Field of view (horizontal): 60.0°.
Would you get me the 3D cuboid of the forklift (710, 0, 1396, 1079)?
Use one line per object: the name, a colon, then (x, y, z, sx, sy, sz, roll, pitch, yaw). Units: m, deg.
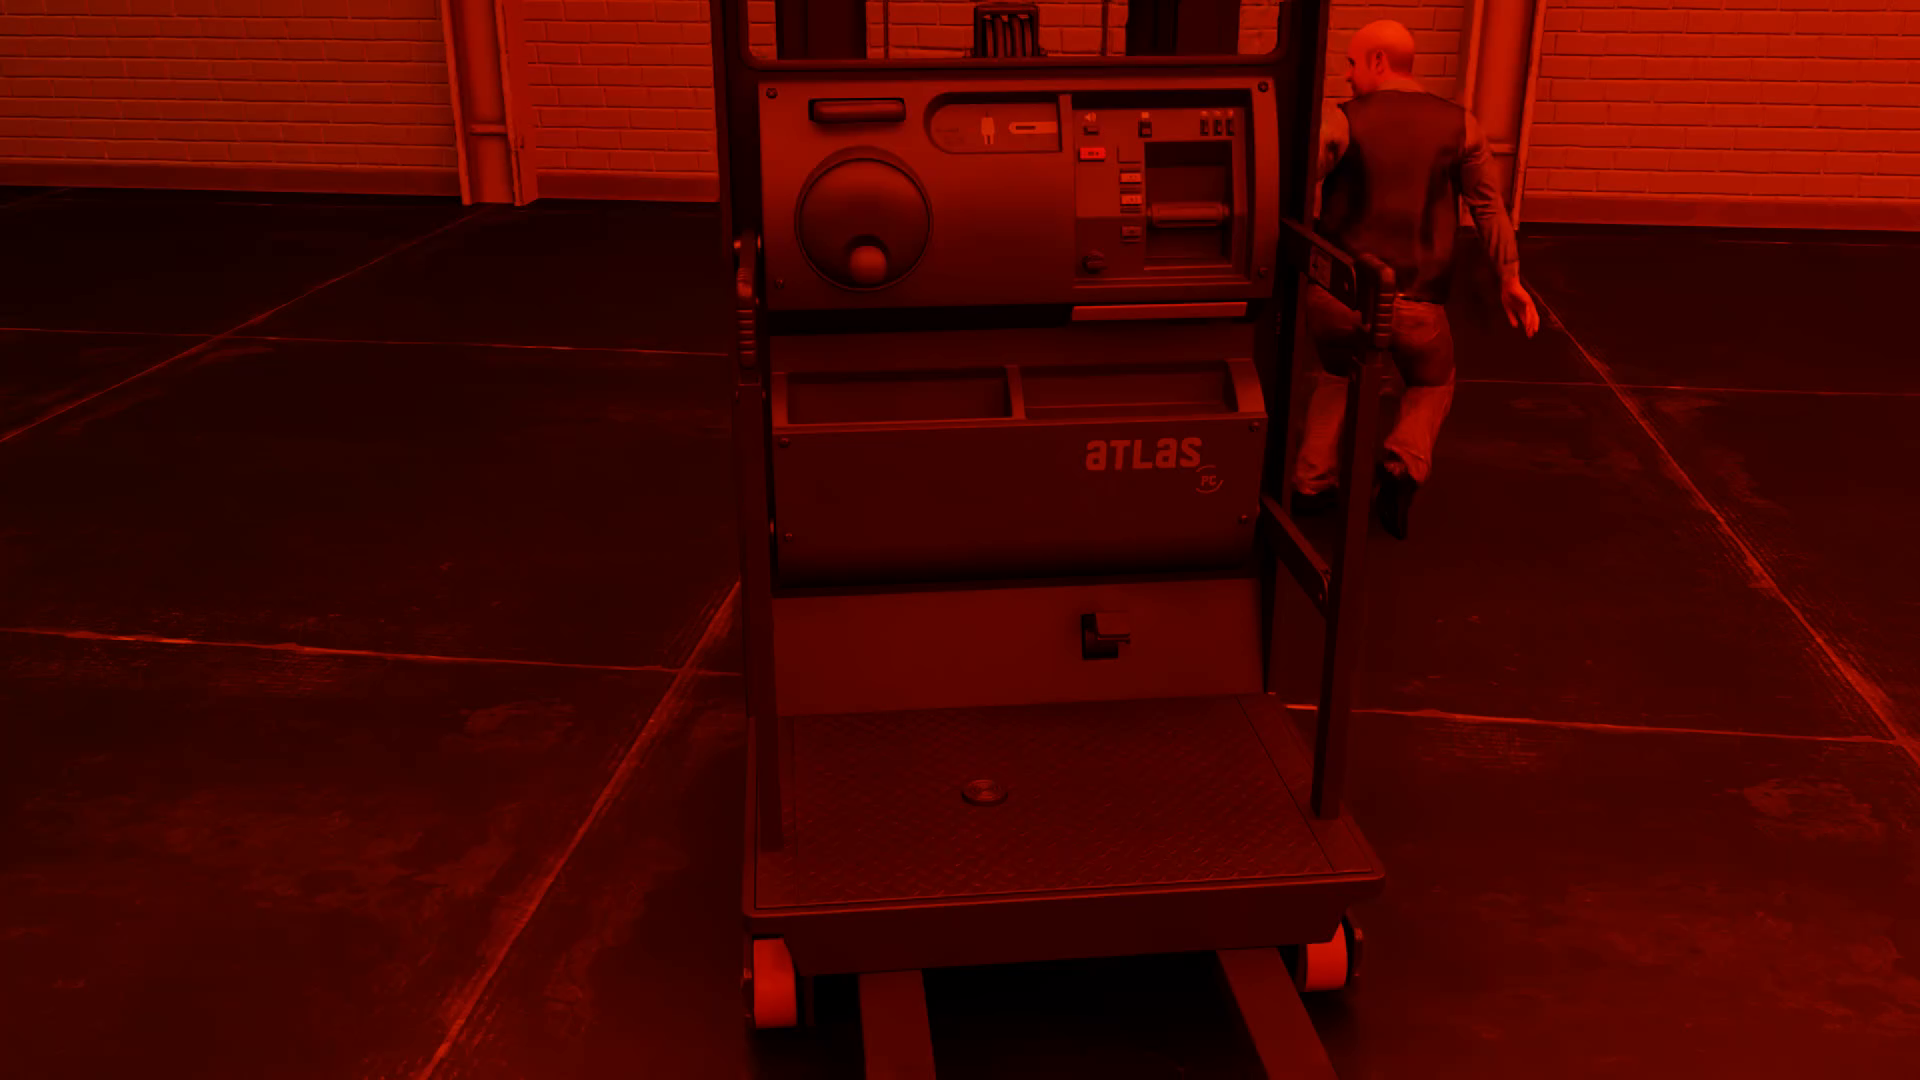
forklift: (0.135, -0.614, 2.778, 1.130, 2.935, 3.031, -2, 22, -6)

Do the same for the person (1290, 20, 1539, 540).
person: (1.331, -0.782, 5.125, 0.891, 1.543, 0.575, 6, 23, 14)
